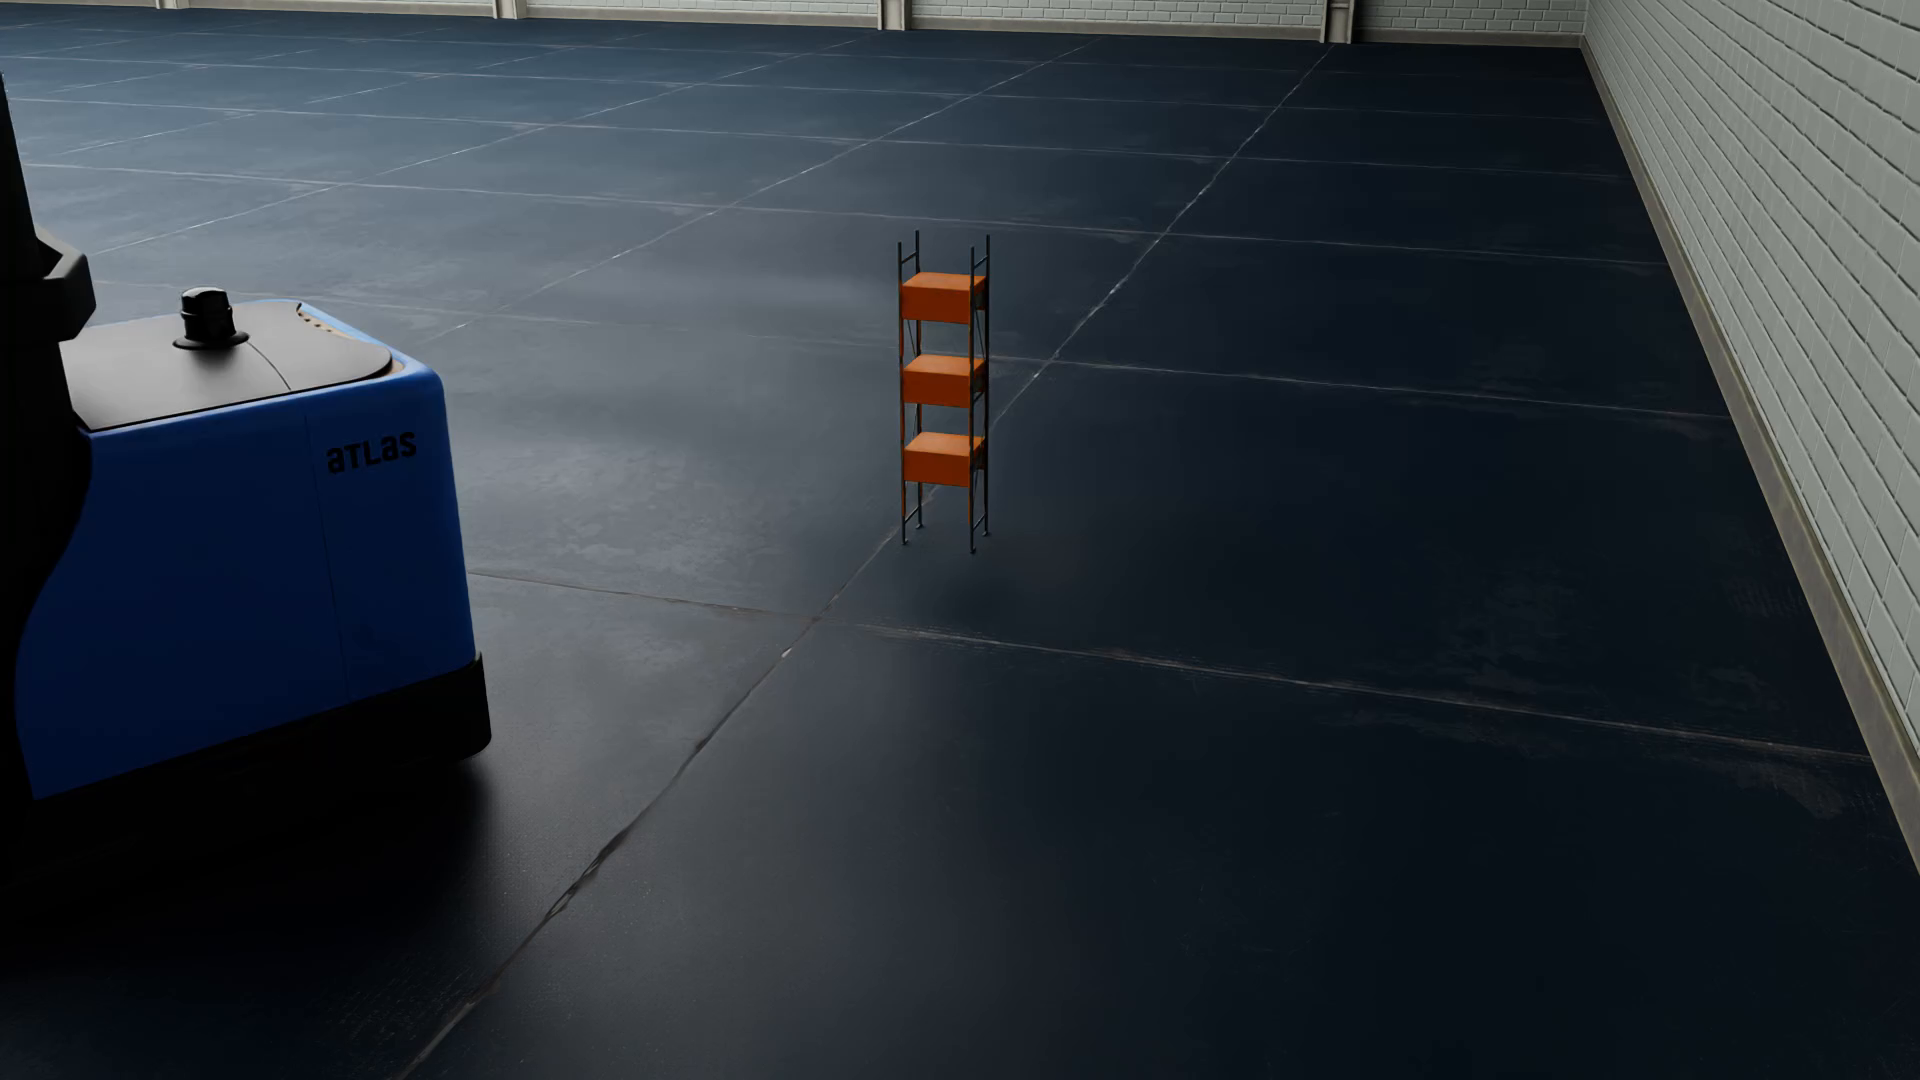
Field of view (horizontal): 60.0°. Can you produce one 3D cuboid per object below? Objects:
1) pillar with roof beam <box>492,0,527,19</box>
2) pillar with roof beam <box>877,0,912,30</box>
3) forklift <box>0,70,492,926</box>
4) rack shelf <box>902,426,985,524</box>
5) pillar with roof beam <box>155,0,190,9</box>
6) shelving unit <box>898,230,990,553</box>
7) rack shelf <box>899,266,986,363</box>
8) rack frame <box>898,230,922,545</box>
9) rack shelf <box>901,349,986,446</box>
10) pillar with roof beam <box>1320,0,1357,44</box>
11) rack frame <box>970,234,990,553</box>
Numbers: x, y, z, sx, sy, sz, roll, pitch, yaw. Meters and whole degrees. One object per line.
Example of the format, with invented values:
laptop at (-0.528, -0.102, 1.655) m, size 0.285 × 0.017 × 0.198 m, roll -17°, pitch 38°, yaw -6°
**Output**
pillar with roof beam at (-7.888, -10.324, 19.080) m, size 0.400 × 9.000 × 9.100 m, roll 7°, pitch 23°, yaw 16°
pillar with roof beam at (-2.144, -9.666, 17.477) m, size 0.400 × 9.000 × 9.100 m, roll 7°, pitch 23°, yaw 16°
forklift at (-2.668, -0.543, 3.231) m, size 3.031 × 2.935 × 1.130 m, roll -18°, pitch 28°, yaw -37°
rack shelf at (-0.051, -0.225, 5.695) m, size 0.240 × 0.259 × 0.215 m, roll 7°, pitch 23°, yaw 15°
pillar with roof beam at (-13.632, -10.981, 20.684) m, size 0.400 × 9.000 × 9.100 m, roll 7°, pitch 23°, yaw 16°
shelving unit at (-0.051, -0.492, 5.585) m, size 0.252 × 1.050 × 0.215 m, roll 7°, pitch 23°, yaw 15°
rack shelf at (-0.051, -0.744, 5.481) m, size 0.240 × 0.259 × 0.215 m, roll 7°, pitch 23°, yaw 15°
rack frame at (-0.168, -0.505, 5.618) m, size 0.008 × 1.050 × 0.200 m, roll 7°, pitch 23°, yaw 15°
rack shelf at (-0.051, -0.482, 5.589) m, size 0.240 × 0.259 × 0.215 m, roll 7°, pitch 23°, yaw 15°
pillar with roof beam at (3.600, -9.008, 15.873) m, size 0.400 × 9.000 × 9.100 m, roll 7°, pitch 23°, yaw 16°
rack frame at (0.066, -0.478, 5.552) m, size 0.008 × 1.050 × 0.200 m, roll 7°, pitch 23°, yaw 15°
